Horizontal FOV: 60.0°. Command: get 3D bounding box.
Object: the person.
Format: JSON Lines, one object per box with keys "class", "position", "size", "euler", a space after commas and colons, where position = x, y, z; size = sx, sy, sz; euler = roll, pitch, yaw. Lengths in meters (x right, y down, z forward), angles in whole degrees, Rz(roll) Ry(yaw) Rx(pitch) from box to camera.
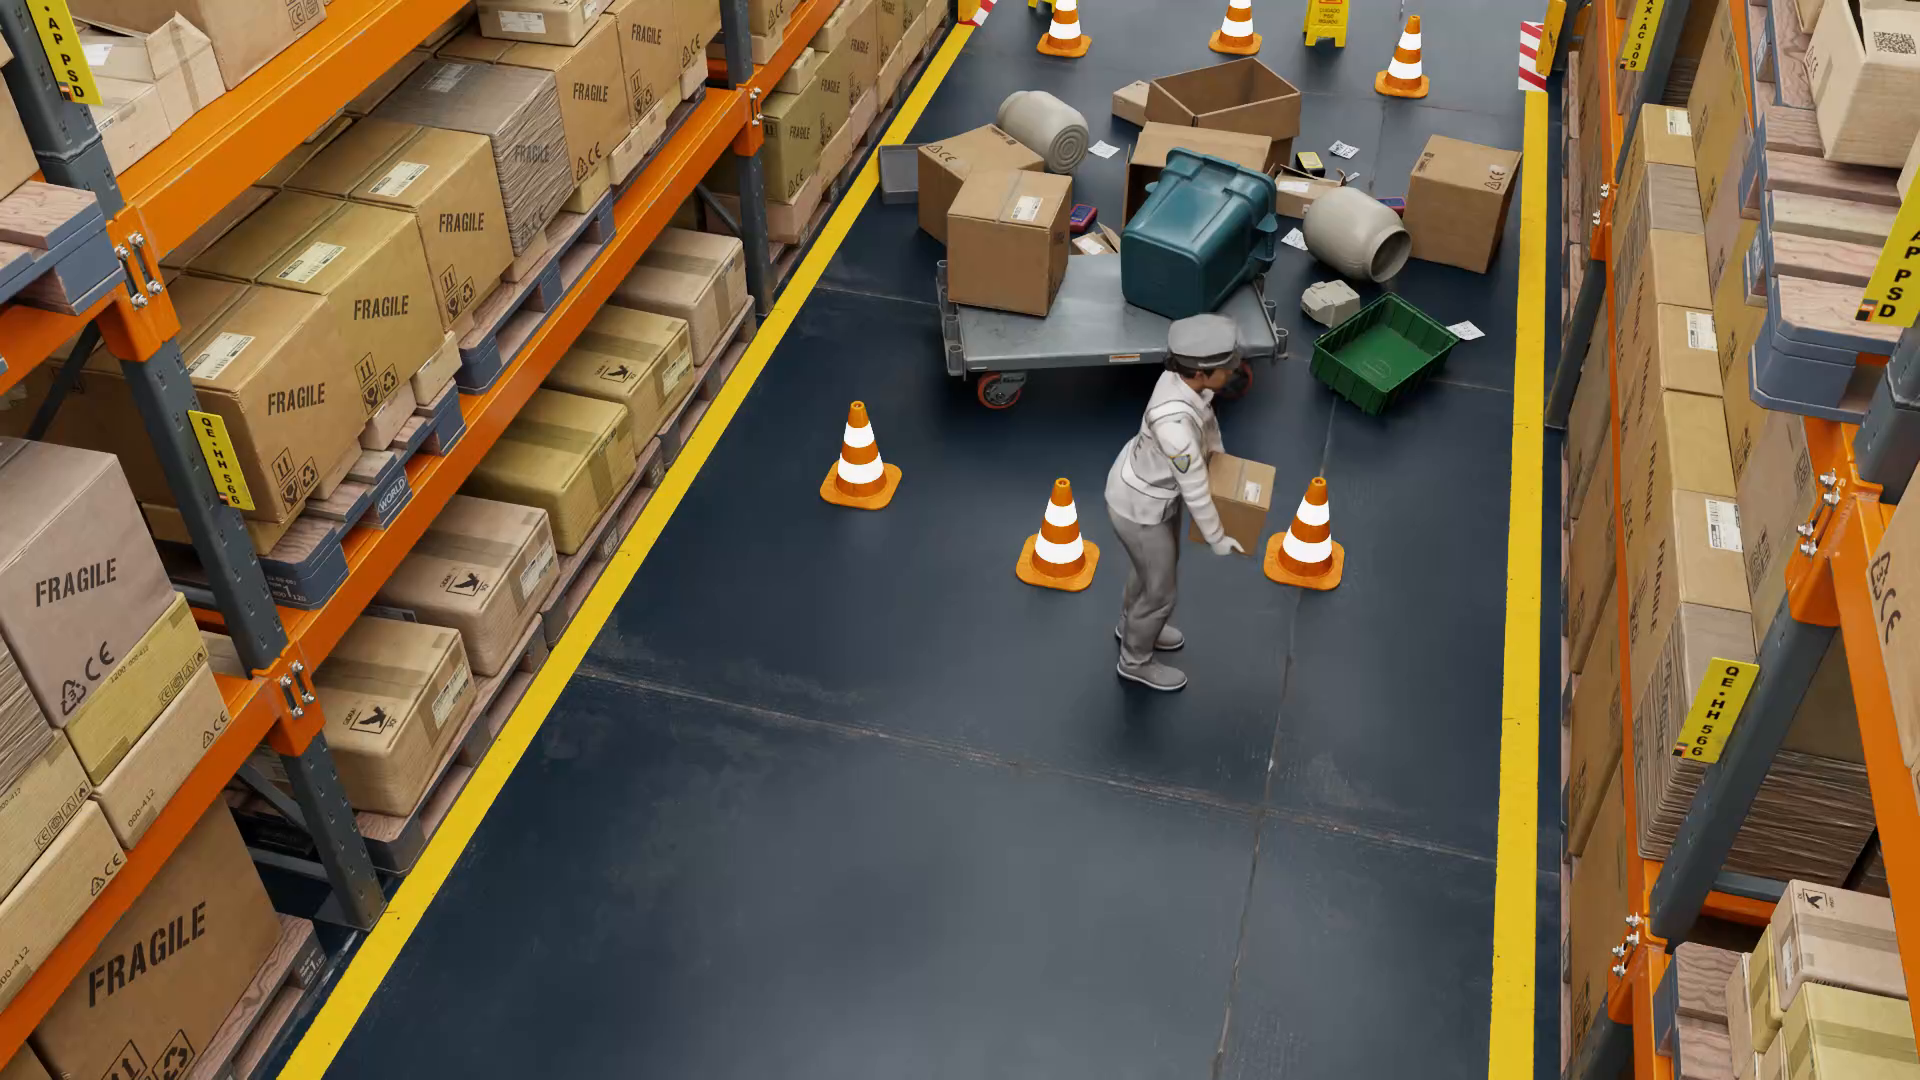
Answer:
{"class": "person", "position": [0.826, -0.124, 6.318], "size": [0.551, 1.648, 0.416], "euler": [9, 42, 10]}
